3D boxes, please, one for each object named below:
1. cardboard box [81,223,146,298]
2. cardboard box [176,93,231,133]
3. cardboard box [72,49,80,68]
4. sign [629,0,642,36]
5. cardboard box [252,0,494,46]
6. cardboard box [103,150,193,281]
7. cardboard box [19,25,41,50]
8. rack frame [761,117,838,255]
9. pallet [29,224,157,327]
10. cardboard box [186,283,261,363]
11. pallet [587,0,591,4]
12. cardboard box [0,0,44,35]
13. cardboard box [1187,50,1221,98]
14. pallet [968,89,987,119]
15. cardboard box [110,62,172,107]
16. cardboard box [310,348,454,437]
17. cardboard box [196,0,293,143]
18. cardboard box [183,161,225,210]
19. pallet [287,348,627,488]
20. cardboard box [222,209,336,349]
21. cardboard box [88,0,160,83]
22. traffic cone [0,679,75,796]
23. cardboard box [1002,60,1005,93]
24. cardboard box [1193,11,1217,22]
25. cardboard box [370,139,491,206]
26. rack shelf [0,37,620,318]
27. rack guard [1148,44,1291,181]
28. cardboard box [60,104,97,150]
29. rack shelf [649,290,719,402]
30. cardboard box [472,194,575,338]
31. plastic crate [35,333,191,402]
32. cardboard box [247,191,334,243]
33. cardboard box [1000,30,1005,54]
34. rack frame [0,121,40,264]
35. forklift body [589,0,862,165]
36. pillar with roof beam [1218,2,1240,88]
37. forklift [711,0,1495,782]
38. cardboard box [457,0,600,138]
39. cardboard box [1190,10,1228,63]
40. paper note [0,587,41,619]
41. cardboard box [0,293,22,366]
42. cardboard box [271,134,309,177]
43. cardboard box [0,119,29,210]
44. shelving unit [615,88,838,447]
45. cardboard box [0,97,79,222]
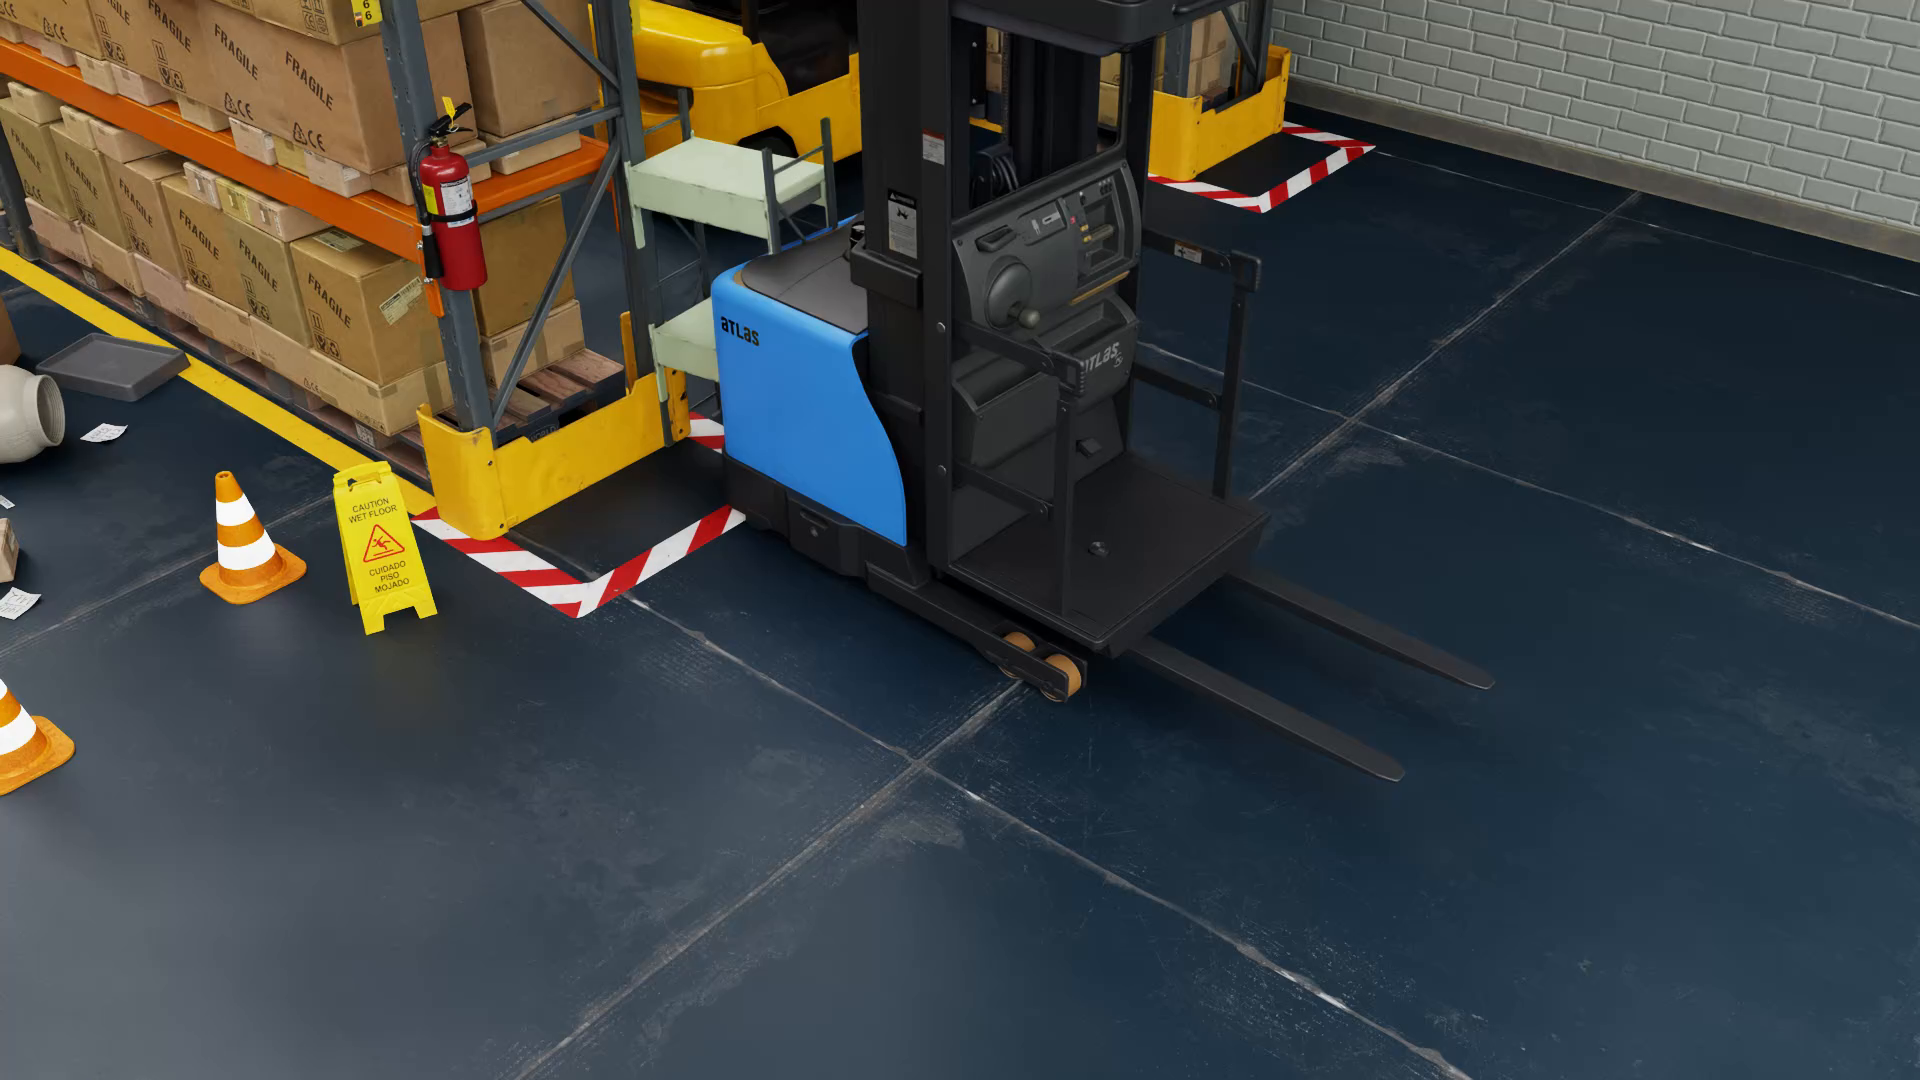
[{"bbox_3d":[-4.003,-1.476,8.308,0.500,0.250,0.500,28,43,34],"label":"cardboard box"},{"bbox_3d":[-3.079,-1.879,7.058,0.250,0.149,0.380,25,42,31],"label":"cardboard box"},{"bbox_3d":[-3.820,-2.259,7.612,0.250,0.149,0.380,25,42,32],"label":"cardboard box"},{"bbox_3d":[-1.280,-2.100,6.394,0.005,0.325,0.100,25,42,32],"label":"sign"},{"bbox_3d":[-2.159,-2.173,6.031,0.500,0.500,0.700,24,41,31],"label":"cardboard box"},{"bbox_3d":[-3.604,-1.596,7.821,0.500,0.500,0.500,28,43,34],"label":"cardboard box"},{"bbox_3d":[-4.213,-2.447,7.886,0.250,0.149,0.380,25,42,32],"label":"cardboard box"},{"bbox_3d":[-0.598,-0.921,6.733,0.023,1.500,0.400,18,39,28],"label":"rack frame"},{"bbox_3d":[-4.162,-1.579,8.863,1.213,0.211,1.003,25,42,32],"label":"pallet"},{"bbox_3d":[-3.219,-1.101,7.761,0.500,0.250,0.500,24,41,30],"label":"cardboard box"},{"bbox_3d":[-2.119,-4.218,12.705,1.213,0.211,1.003,25,42,32],"label":"pallet"},{"bbox_3d":[-4.141,-2.668,7.634,0.500,0.500,0.500,25,42,32],"label":"cardboard box"},{"bbox_3d":[1.294,-2.971,10.484,0.500,0.250,0.500,25,42,32],"label":"cardboard box"},{"bbox_3d":[-0.002,-3.220,11.252,1.213,0.211,1.003,25,42,32],"label":"pallet"},{"bbox_3d":[-3.475,-2.052,7.311,0.250,0.149,0.380,25,42,32],"label":"cardboard box"},{"bbox_3d":[-2.439,-0.731,7.223,0.500,0.250,0.500,25,42,32],"label":"cardboard box"},{"bbox_3d":[-2.602,-1.931,6.561,0.500,0.500,0.500,25,42,32],"label":"cardboard box"},{"bbox_3d":[-3.127,-1.593,7.242,0.250,0.149,0.380,27,43,34],"label":"cardboard box"},{"bbox_3d":[-2.287,-0.695,7.576,1.213,0.211,1.003,25,42,32],"label":"pallet"},{"bbox_3d":[-2.813,-1.220,7.273,0.500,0.500,0.500,27,43,33],"label":"cardboard box"},{"bbox_3d":[-3.362,-2.306,7.107,0.500,0.500,0.500,26,42,32],"label":"cardboard box"},{"bbox_3d":[-3.232,0.550,5.540,0.334,0.463,0.336,25,42,32],"label":"traffic cone"},{"bbox_3d":[0.607,-2.925,10.417,0.500,0.250,0.500,25,42,32],"label":"cardboard box"},{"bbox_3d":[1.298,-3.377,10.192,0.500,0.250,0.500,25,41,31],"label":"cardboard box"},{"bbox_3d":[-2.051,-1.446,6.428,0.250,0.149,0.380,27,43,33],"label":"cardboard box"},{"bbox_3d":[-3.164,-1.935,7.554,4.000,0.370,1.077,25,42,32],"label":"rack shelf"},{"bbox_3d":[1.565,-2.629,10.137,0.348,0.500,1.175,25,42,32],"label":"rack guard"},{"bbox_3d":[-3.967,-1.984,7.812,0.250,0.149,0.380,27,43,33],"label":"cardboard box"},{"bbox_3d":[-0.895,-0.753,7.085,0.720,0.370,0.431,18,39,28],"label":"rack shelf"},{"bbox_3d":[-2.089,-1.277,7.355,0.500,0.500,0.500,24,41,30],"label":"cardboard box"},{"bbox_3d":[-4.019,-0.827,7.884,0.583,0.080,0.402,12,36,16],"label":"plastic crate"},{"bbox_3d":[-2.735,-1.404,6.967,0.250,0.149,0.380,27,43,33],"label":"cardboard box"},{"bbox_3d":[0.593,-3.141,10.290,0.500,0.250,0.500,25,42,31],"label":"cardboard box"},{"bbox_3d":[-4.701,-2.956,8.405,0.127,3.000,1.000,25,42,32],"label":"rack frame"},{"bbox_3d":[-1.078,-3.212,9.526,1.214,2.155,2.313,25,42,32],"label":"forklift body"},{"bbox_3d":[-1.167,-4.913,5.954,0.400,9.000,9.100,25,42,32],"label":"pillar with roof beam"},{"bbox_3d":[0.470,-0.972,5.576,3.031,2.935,1.130,27,43,33],"label":"forklift"},{"bbox_3d":[-1.813,-1.963,6.608,0.500,0.500,0.500,25,41,31],"label":"cardboard box"},{"bbox_3d":[1.318,-3.175,10.339,0.500,0.250,0.500,26,42,33],"label":"cardboard box"},{"bbox_3d":[-3.627,0.240,6.373,0.142,0.019,0.148,12,36,16],"label":"paper note"},{"bbox_3d":[-4.748,-0.947,7.685,0.500,0.500,0.500,-6,35,-8],"label":"cardboard box"},{"bbox_3d":[-2.500,-1.592,6.640,0.250,0.149,0.380,24,41,31],"label":"cardboard box"},{"bbox_3d":[-5.106,-2.235,9.305,0.625,0.372,0.950,26,42,32],"label":"cardboard box"},{"bbox_3d":[-0.905,-1.023,6.904,0.755,1.500,0.431,18,39,28],"label":"shelving unit"},{"bbox_3d":[-4.420,-1.974,8.370,0.500,0.500,0.500,27,43,34],"label":"cardboard box"}]
